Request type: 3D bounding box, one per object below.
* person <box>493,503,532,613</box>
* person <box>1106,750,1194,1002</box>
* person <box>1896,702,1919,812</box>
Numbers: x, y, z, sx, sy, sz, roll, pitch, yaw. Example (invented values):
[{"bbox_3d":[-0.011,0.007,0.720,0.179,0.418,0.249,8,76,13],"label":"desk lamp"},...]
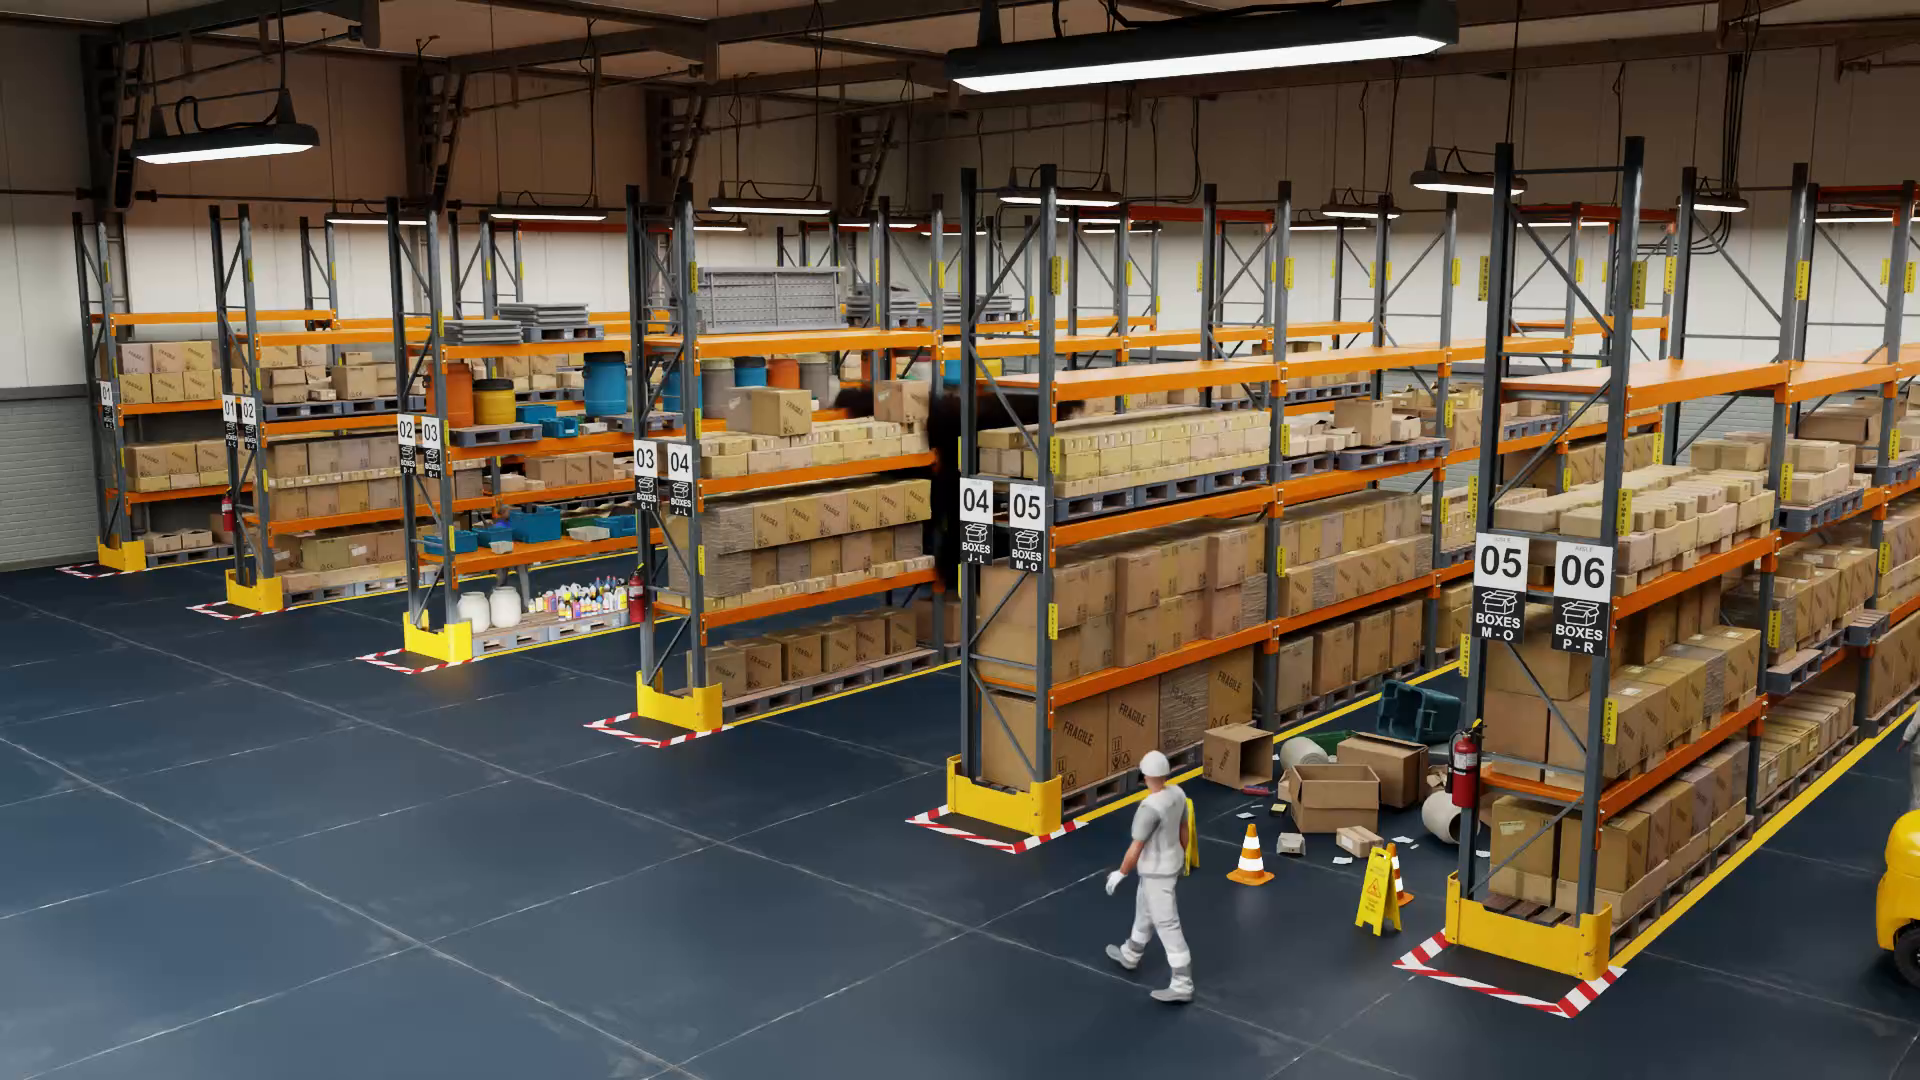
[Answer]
[{"bbox_3d":[-6.645,0.289,24.632,0.626,1.695,0.516,-5,11,-26],"label":"person"},{"bbox_3d":[1.346,2.338,11.891,0.785,1.761,0.682,4,10,21],"label":"person"},{"bbox_3d":[8.706,1.924,14.896,0.574,1.563,0.895,7,12,38],"label":"person"}]
